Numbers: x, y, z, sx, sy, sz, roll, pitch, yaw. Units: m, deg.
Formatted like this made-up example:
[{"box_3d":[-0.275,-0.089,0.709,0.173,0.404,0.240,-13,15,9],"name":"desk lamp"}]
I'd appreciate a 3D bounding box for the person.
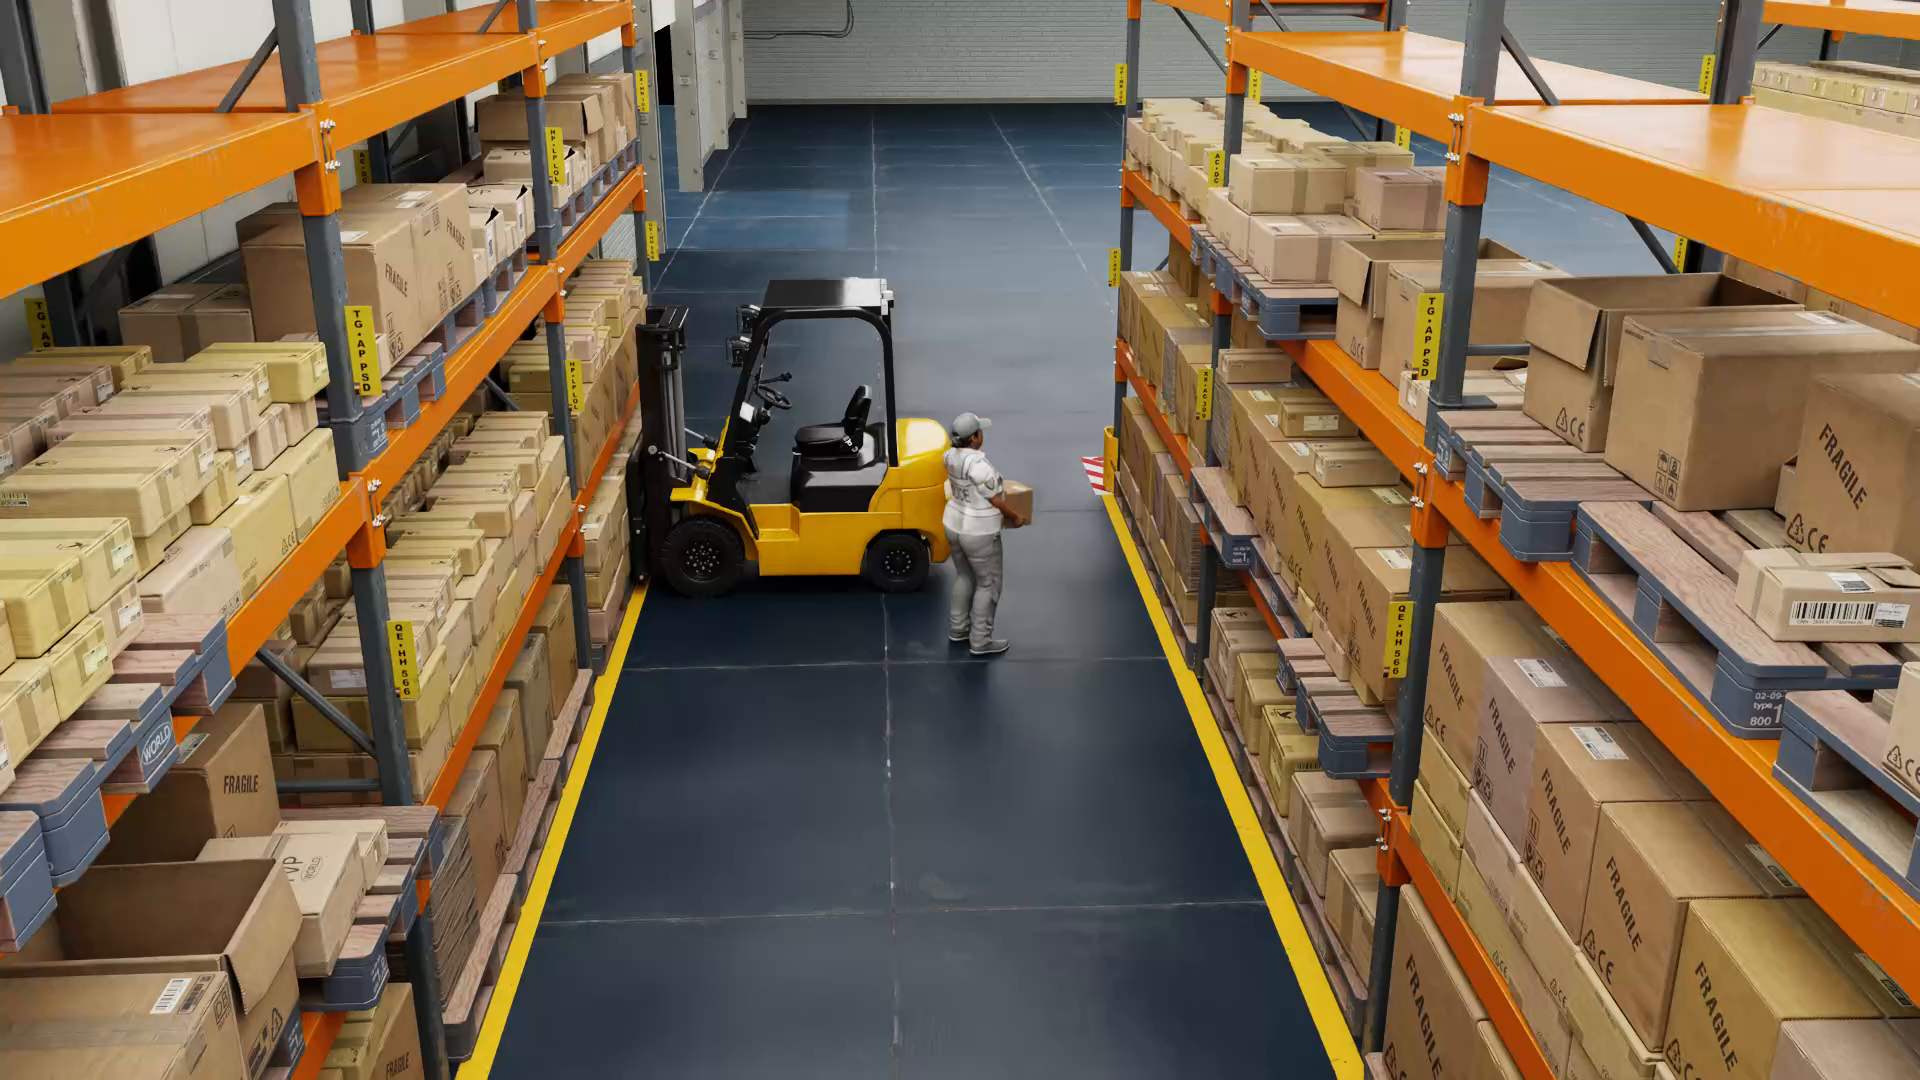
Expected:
[{"box_3d":[0.159,-0.071,11.267,0.535,1.660,0.456,-12,24,-29],"name":"person"}]
